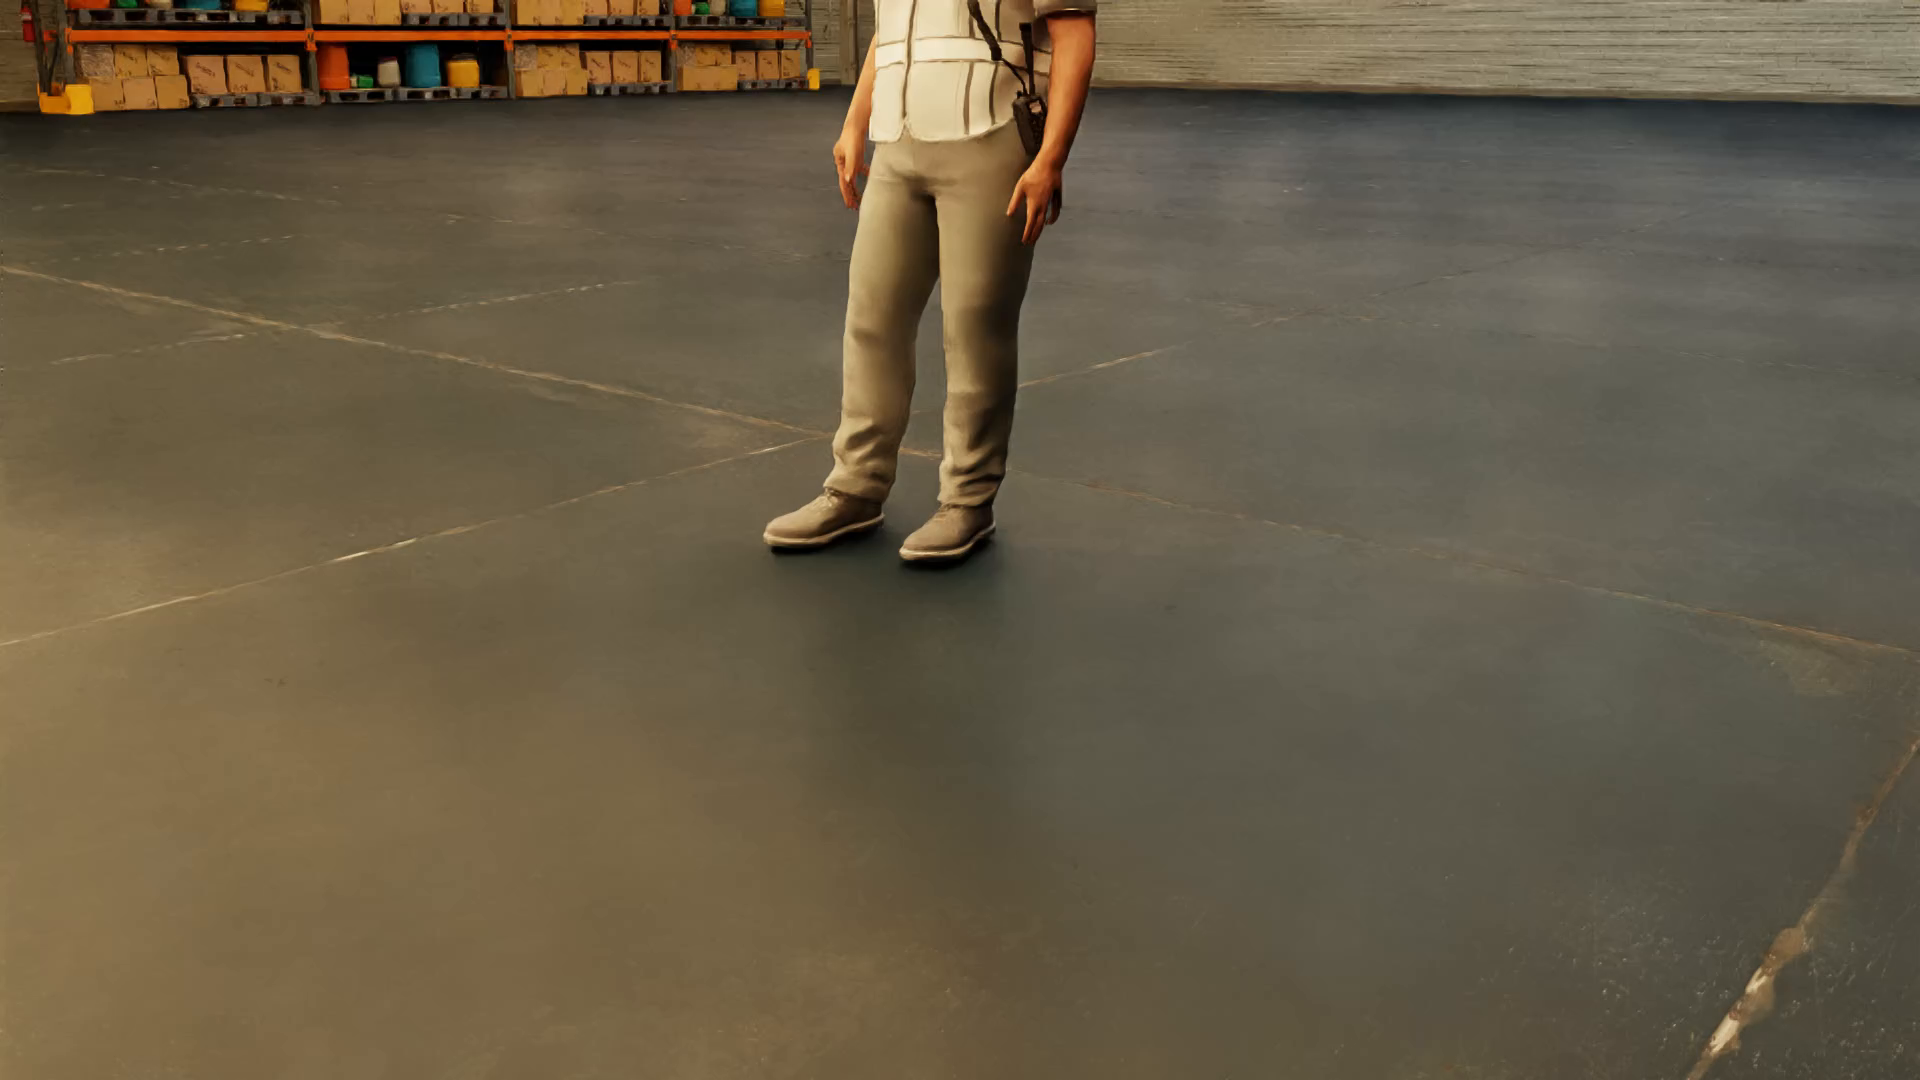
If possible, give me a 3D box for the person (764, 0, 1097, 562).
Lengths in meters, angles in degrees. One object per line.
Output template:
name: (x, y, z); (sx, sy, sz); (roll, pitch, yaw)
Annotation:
person: (-0.059, -0.845, 3.630); (0.640, 1.781, 0.574); (13, 21, 37)
